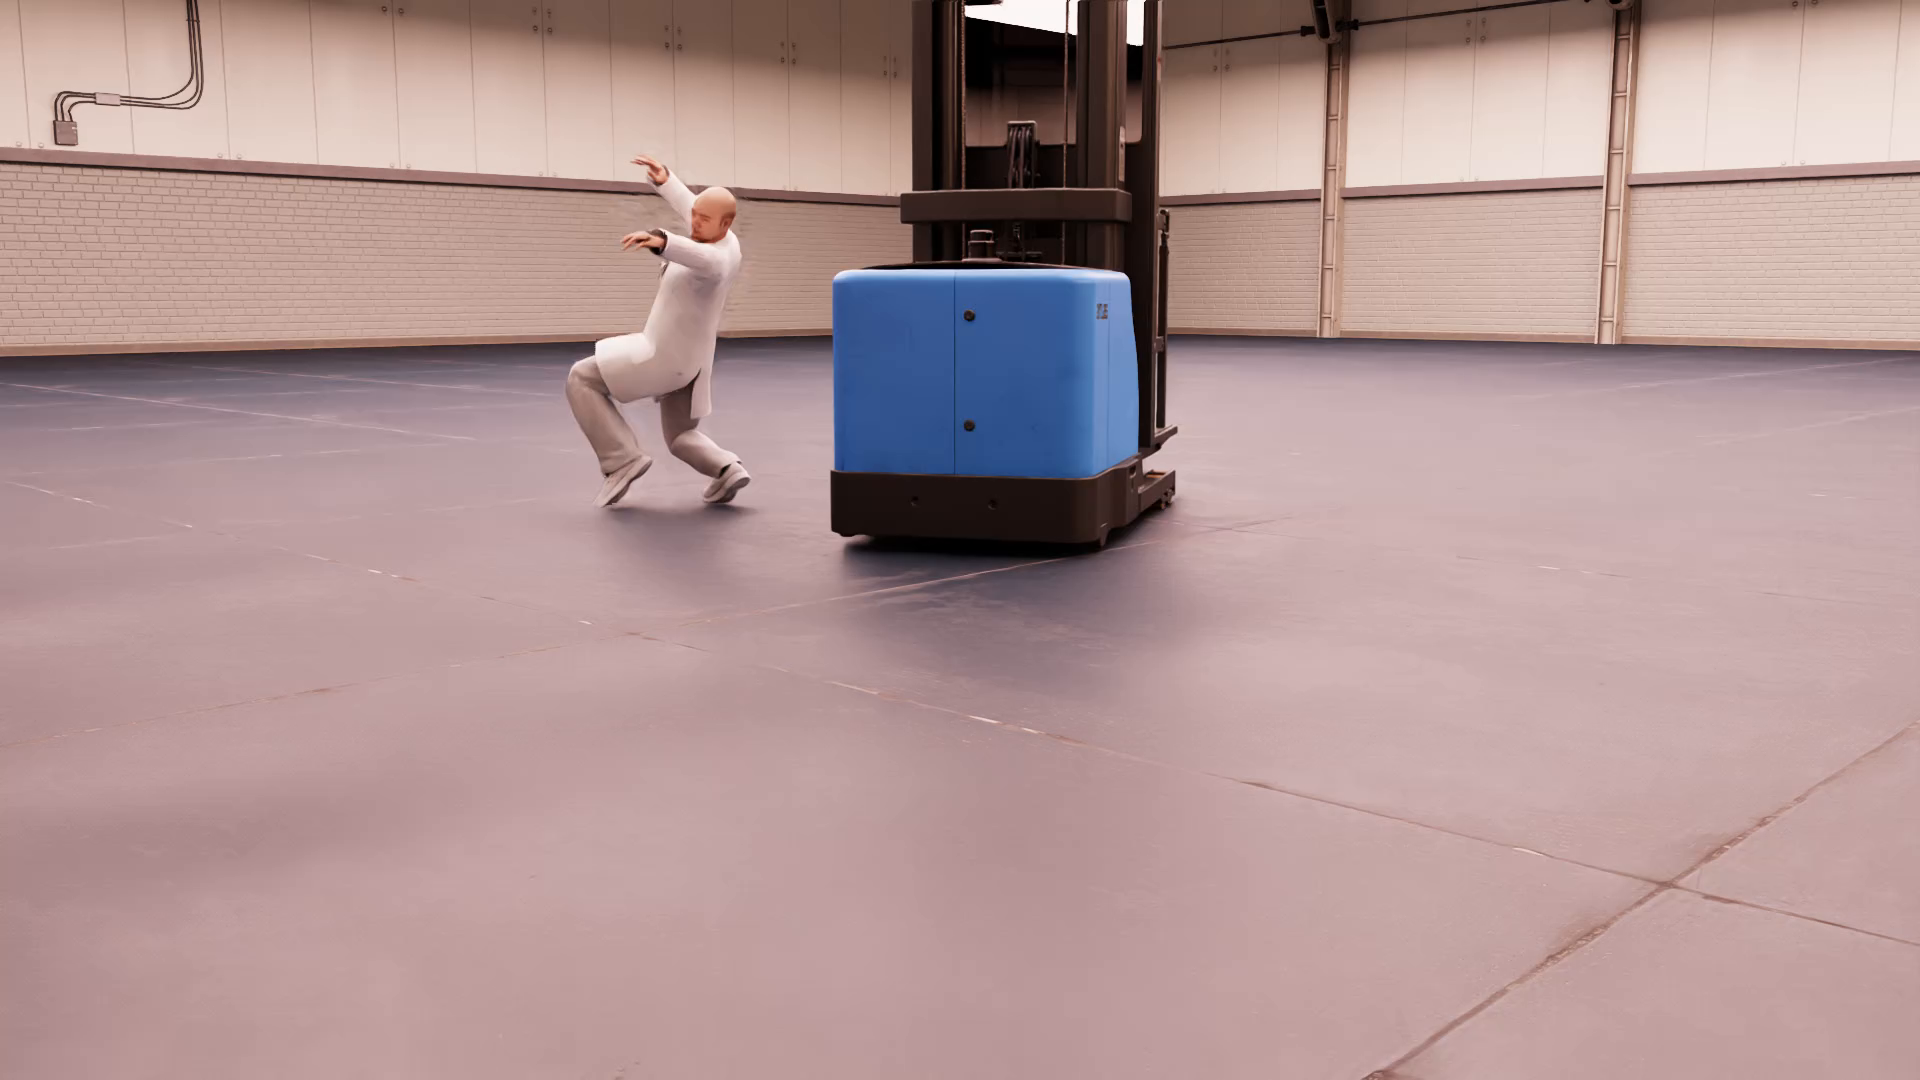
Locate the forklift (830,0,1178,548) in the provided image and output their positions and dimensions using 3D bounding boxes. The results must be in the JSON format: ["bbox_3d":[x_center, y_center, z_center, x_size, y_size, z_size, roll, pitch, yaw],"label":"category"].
[{"bbox_3d":[0.394,-1.600,7.501,1.130,2.935,3.031,2,9,16],"label":"forklift"}]

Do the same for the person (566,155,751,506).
[{"bbox_3d":[-1.461,-0.908,7.504,0.892,1.645,1.169,3,9,21],"label":"person"}]
